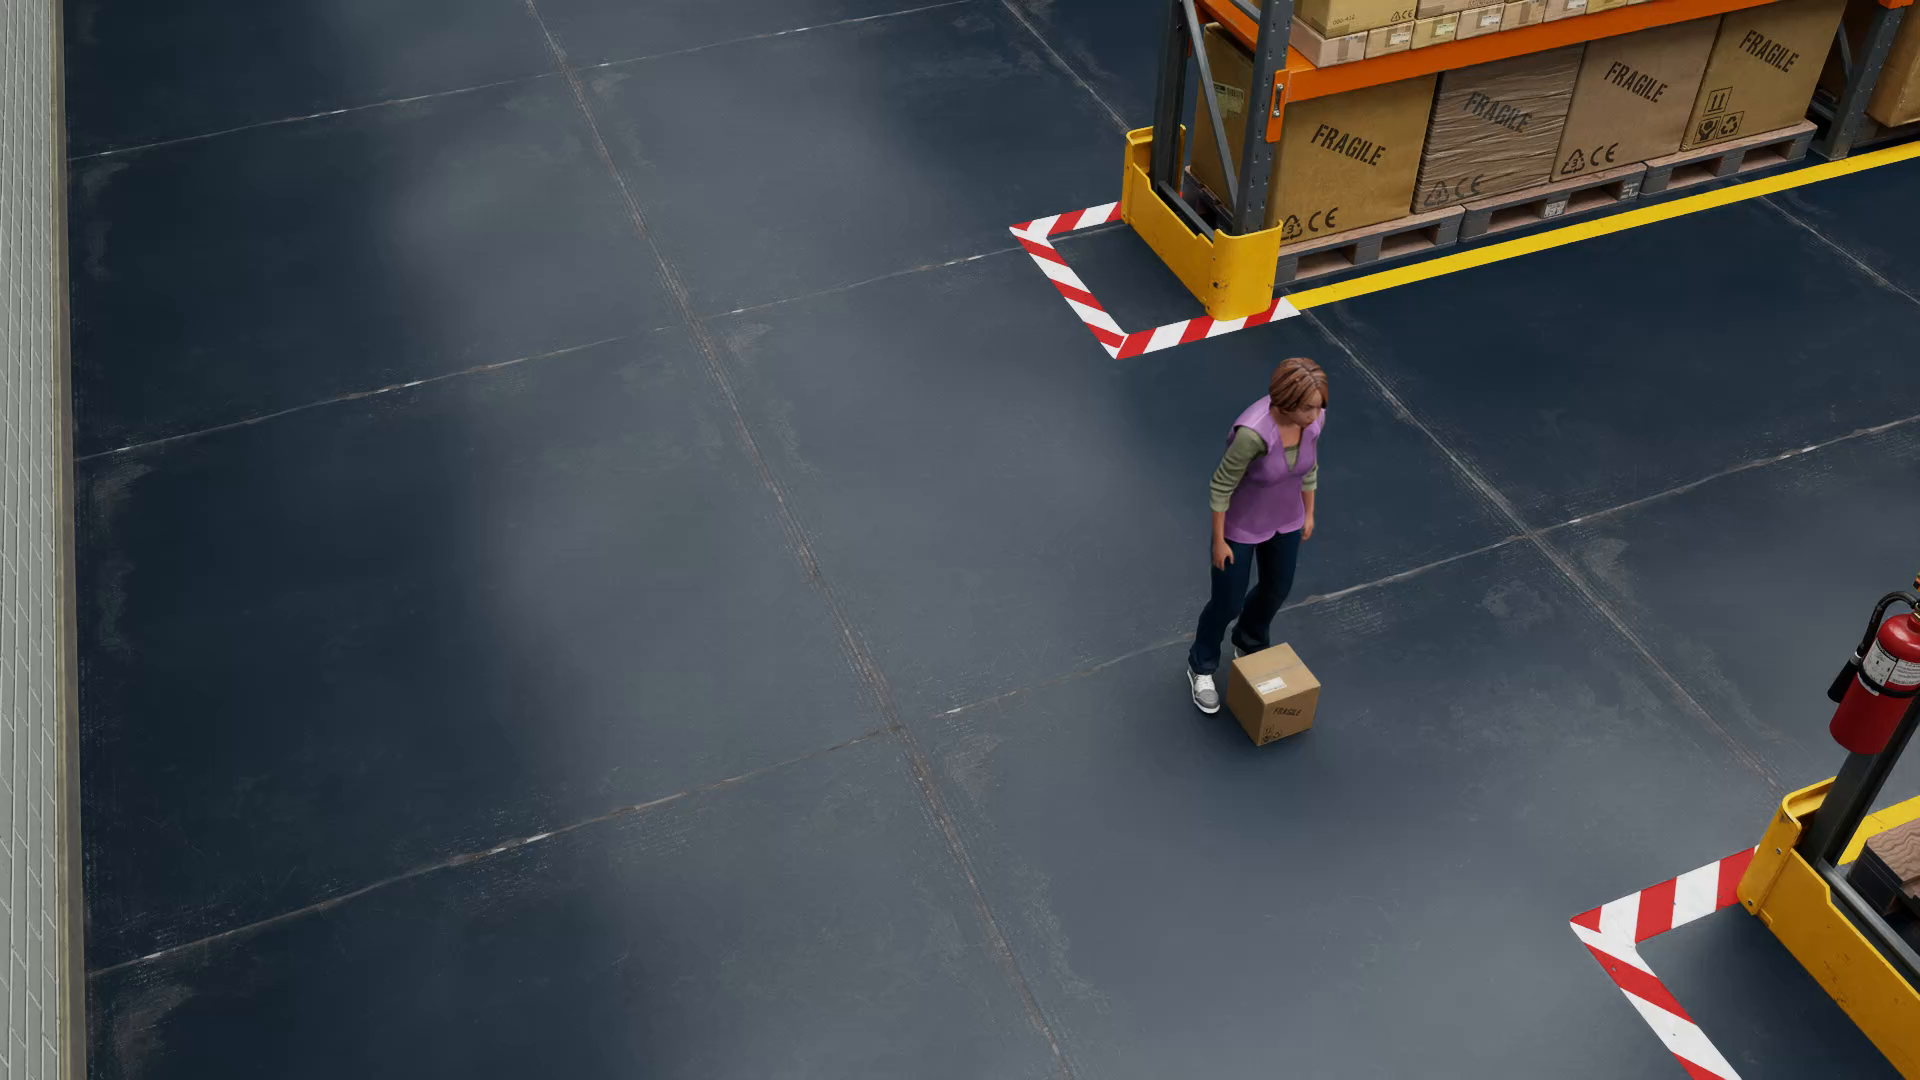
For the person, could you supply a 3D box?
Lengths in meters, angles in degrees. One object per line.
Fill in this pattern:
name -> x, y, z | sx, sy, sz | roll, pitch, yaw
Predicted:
person -> 1.120, -0.044, 6.218 | 0.480, 1.591, 0.346 | -18, 45, -19
